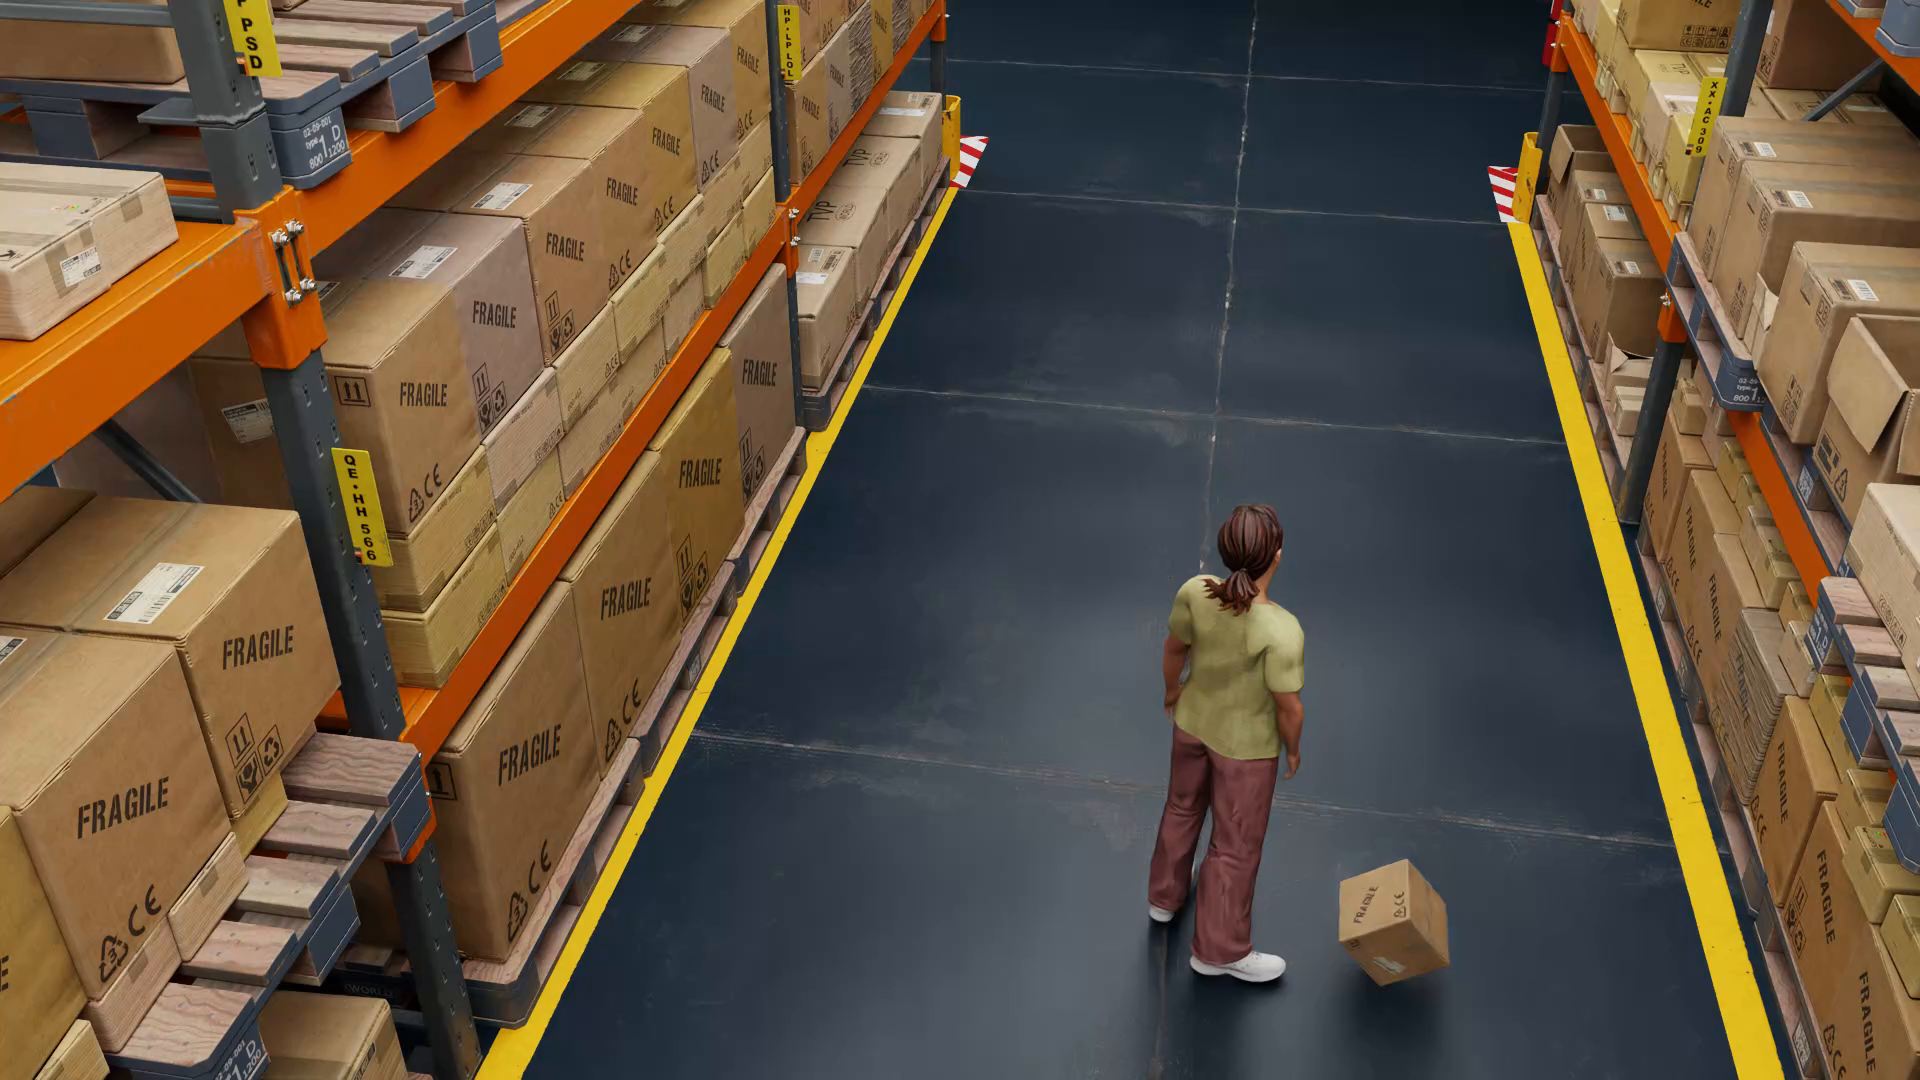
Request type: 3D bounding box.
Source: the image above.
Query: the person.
[{"bbox_3d":[0.842,0.613,5.132,0.375,1.679,0.573,-27,41,-36],"label":"person"}]
